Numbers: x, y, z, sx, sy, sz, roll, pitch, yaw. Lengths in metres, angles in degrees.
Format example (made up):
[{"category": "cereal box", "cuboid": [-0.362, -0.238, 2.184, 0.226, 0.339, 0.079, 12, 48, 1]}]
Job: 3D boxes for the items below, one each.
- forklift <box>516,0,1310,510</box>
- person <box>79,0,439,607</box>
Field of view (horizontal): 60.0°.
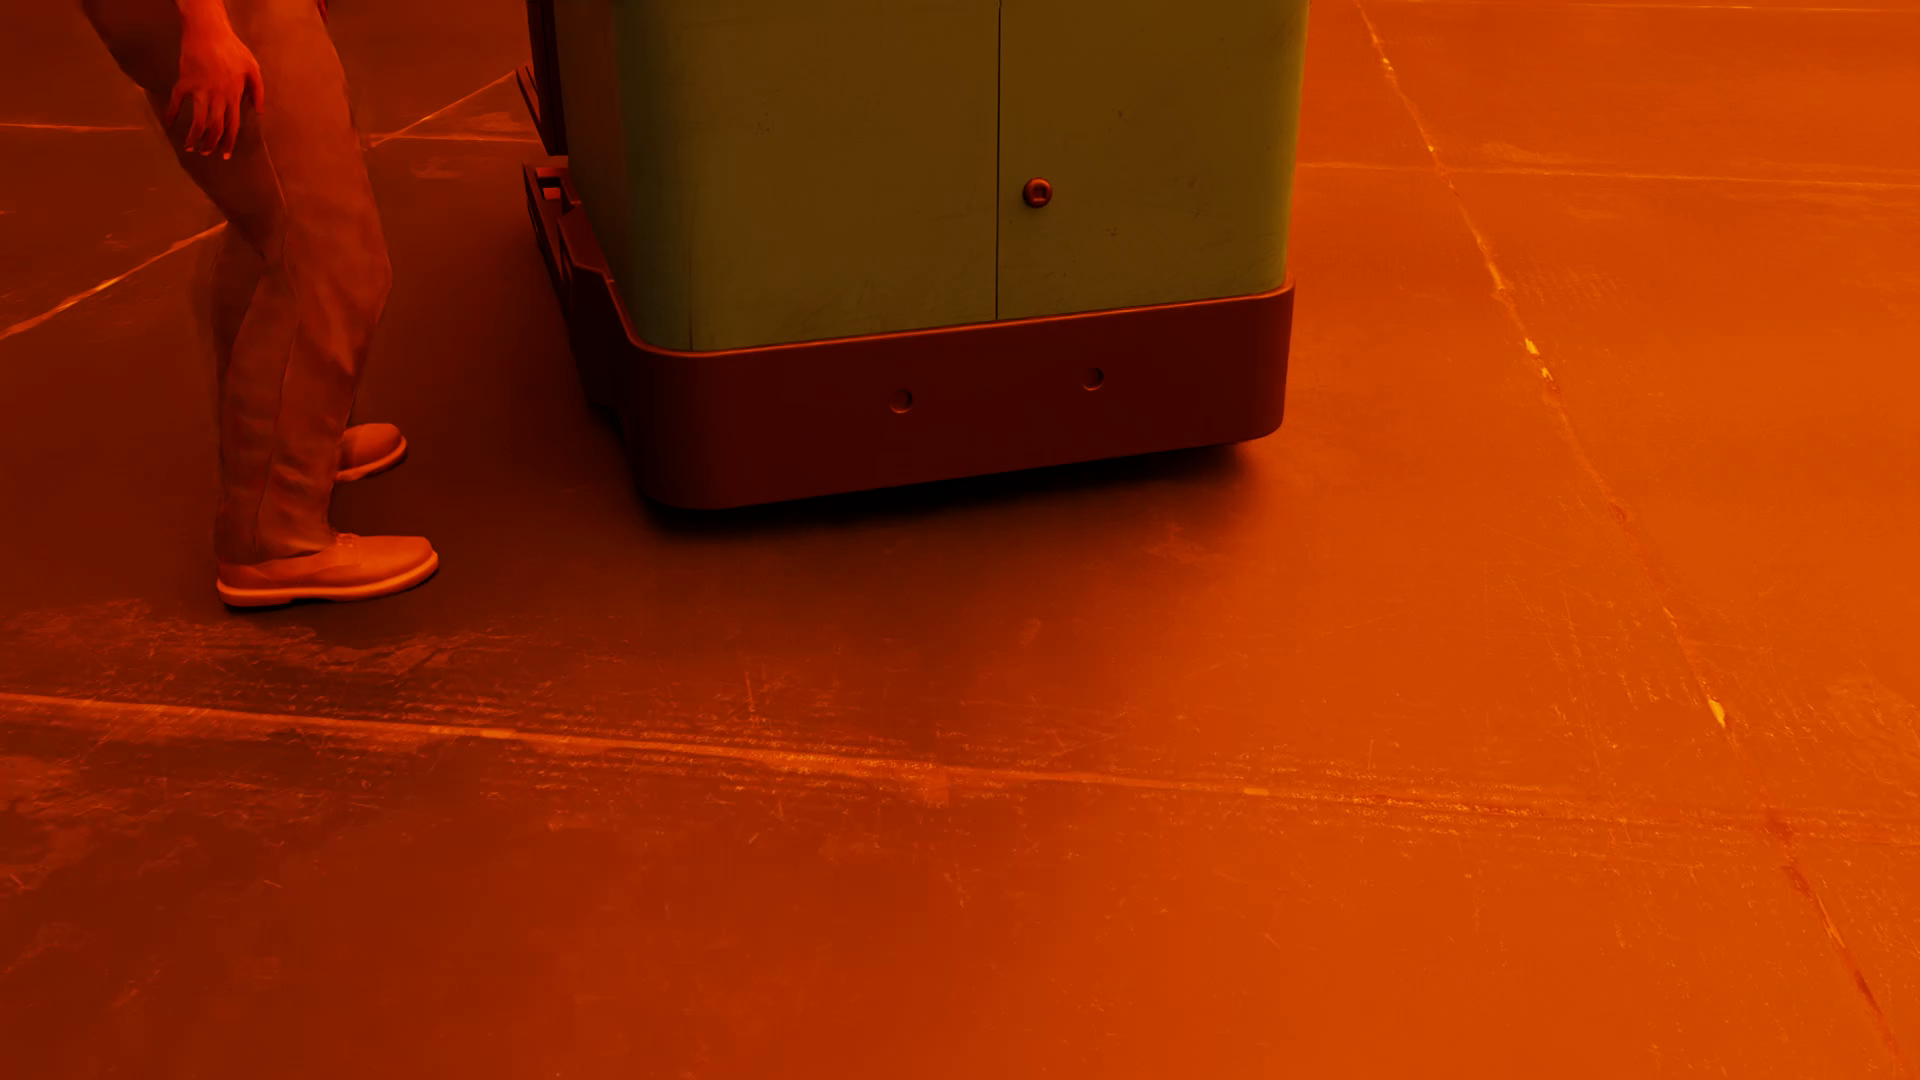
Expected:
[{"category": "forklift", "cuboid": [-0.399, -1.993, 3.211, 1.130, 2.935, 3.031, -8, 28, -16]}, {"category": "person", "cuboid": [-0.940, -0.716, 2.124, 0.316, 1.622, 0.714, -9, 28, -17]}]
